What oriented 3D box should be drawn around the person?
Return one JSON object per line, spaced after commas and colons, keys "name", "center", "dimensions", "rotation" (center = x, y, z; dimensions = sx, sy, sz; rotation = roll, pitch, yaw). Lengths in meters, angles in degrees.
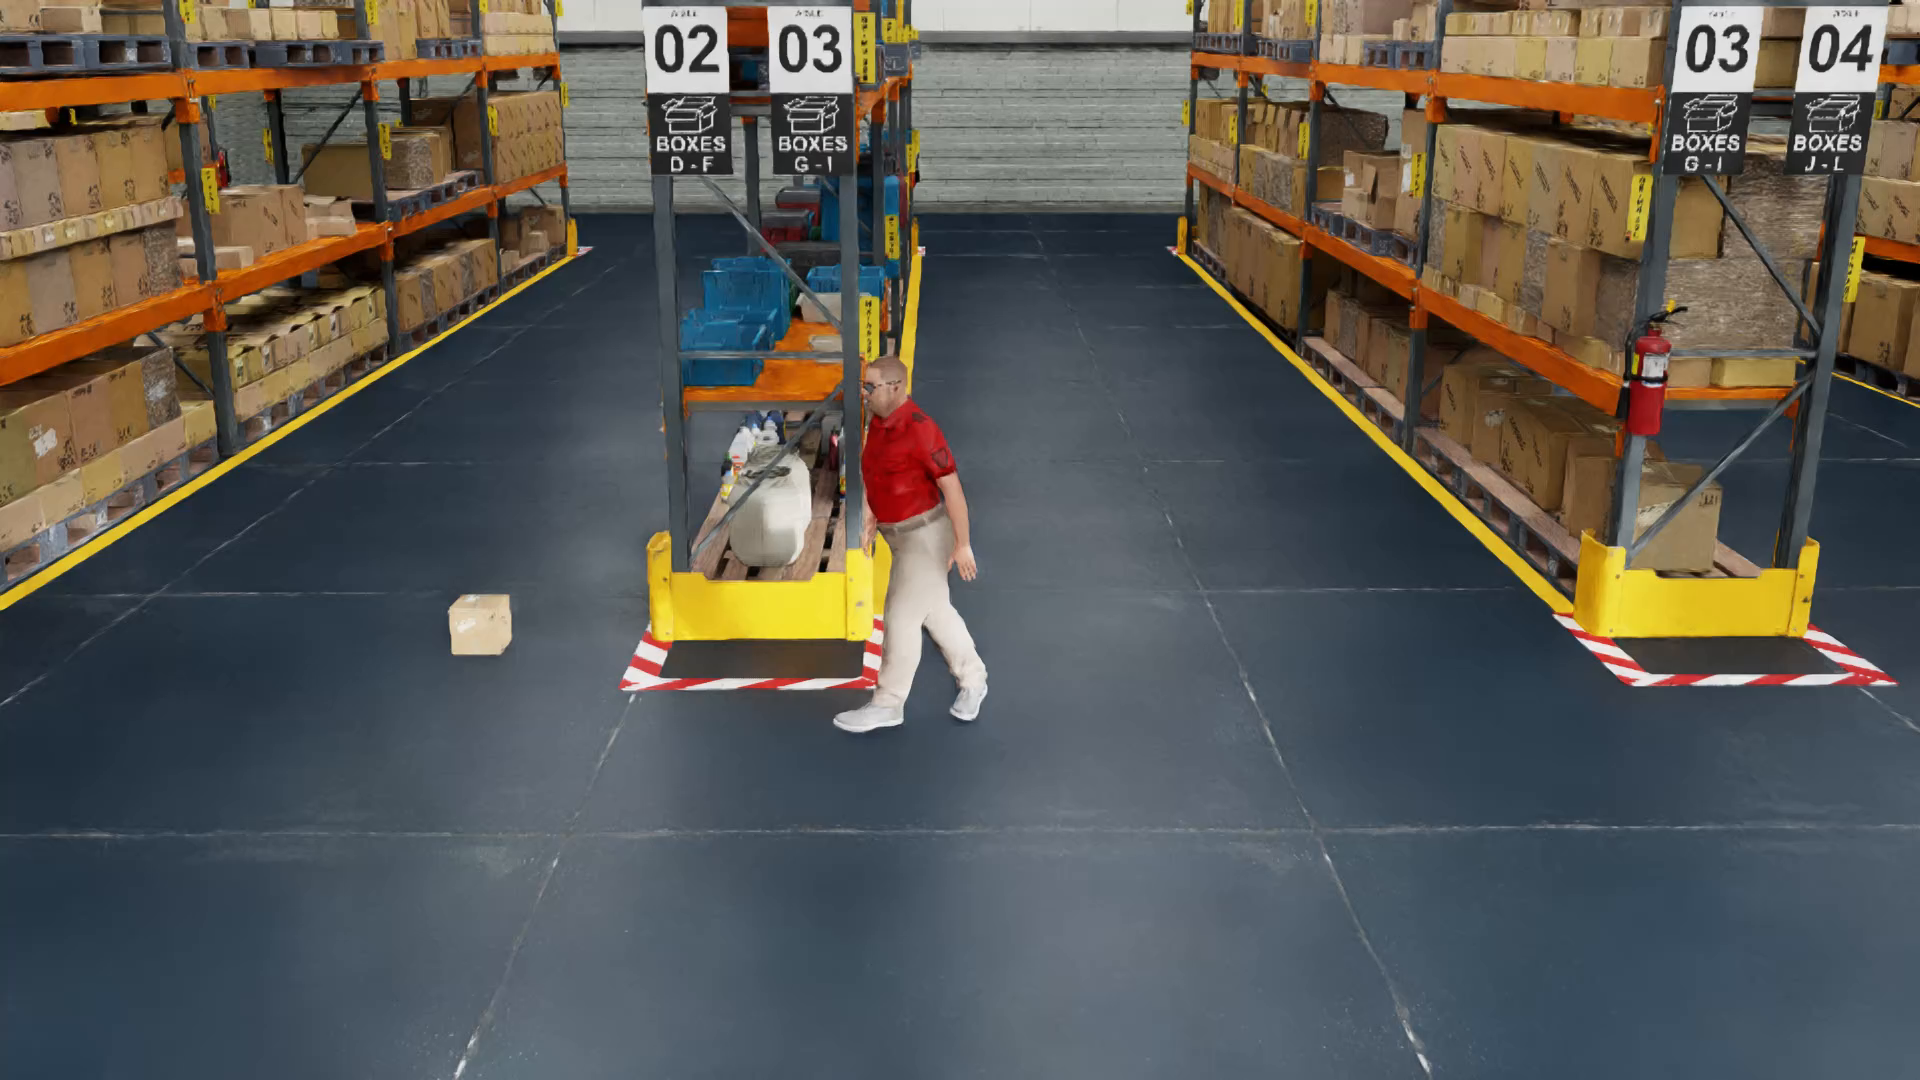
{"name": "person", "center": [-0.220, 0.010, 7.533], "dimensions": [0.797, 1.699, 0.582], "rotation": [-7, 18, -21]}
